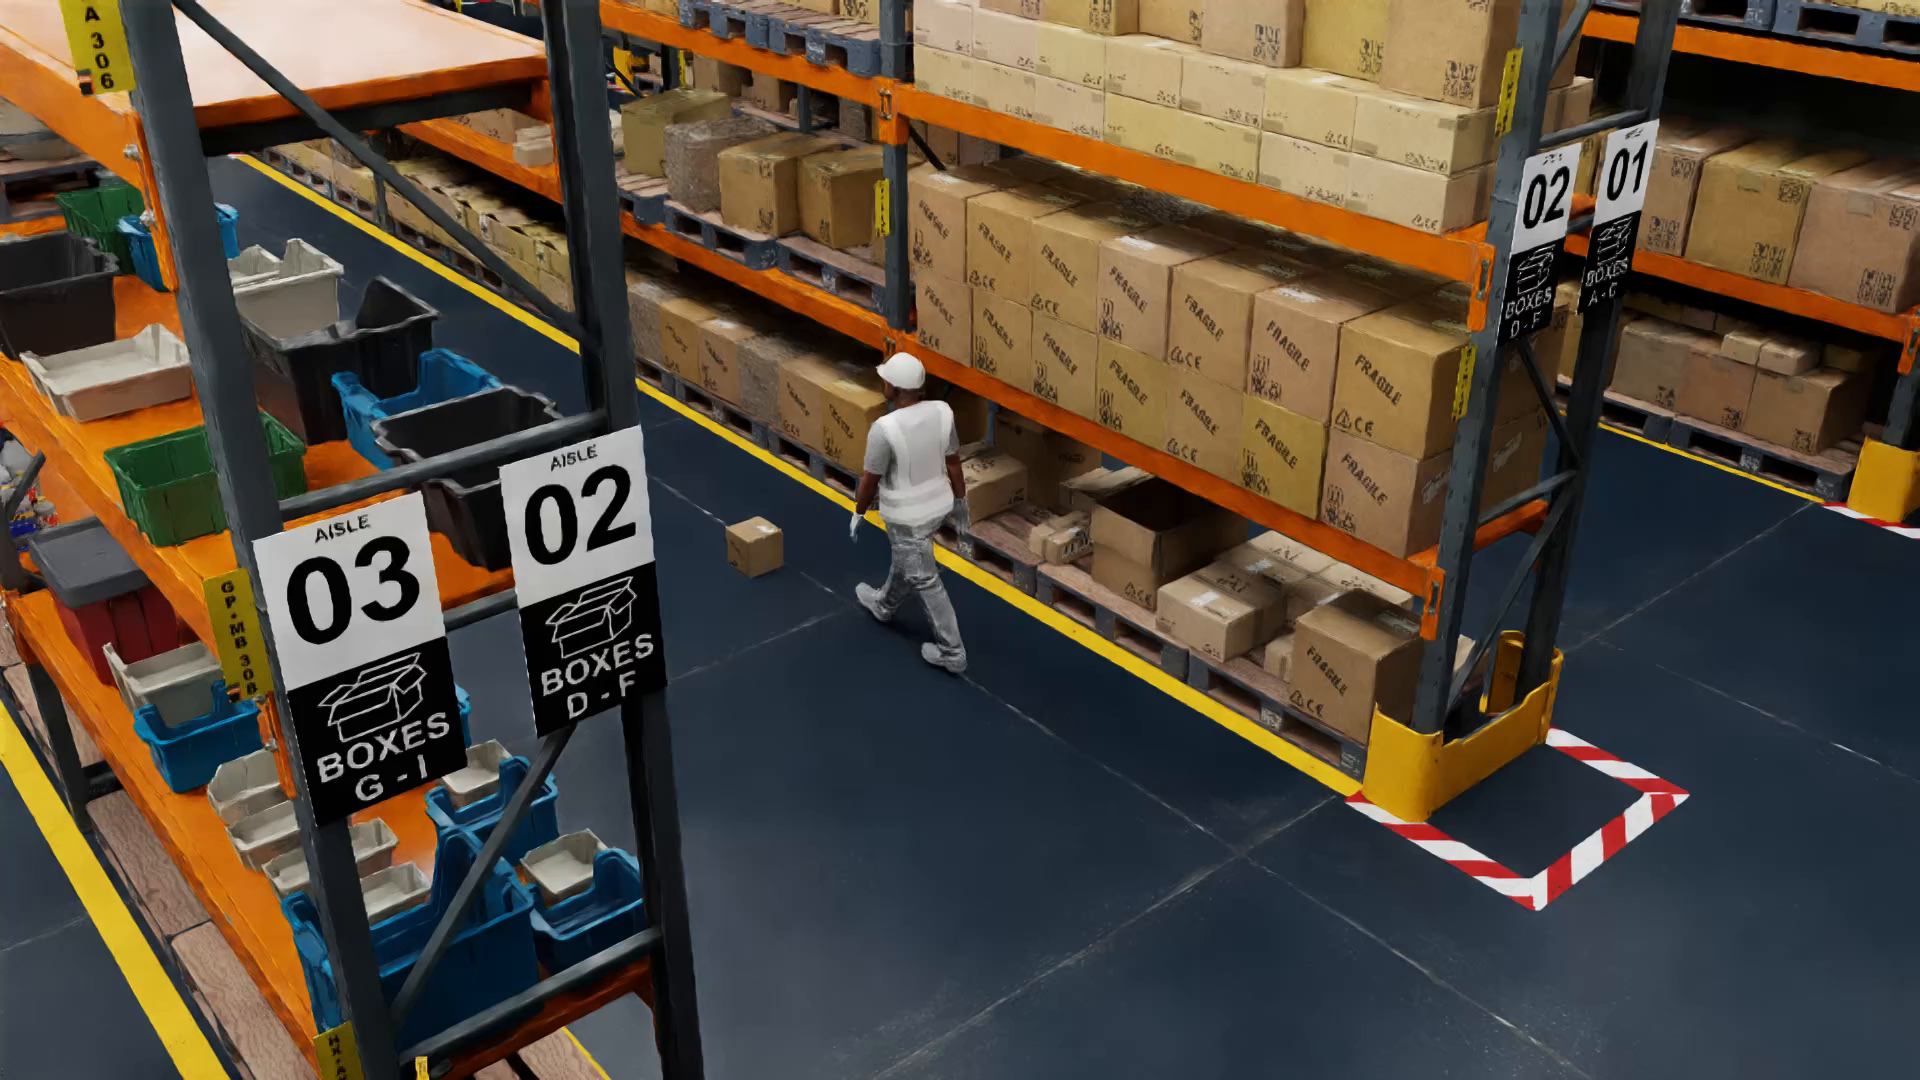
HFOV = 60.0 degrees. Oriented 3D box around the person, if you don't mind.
[{"bbox_3d":[-0.331,-0.195,8.976,0.978,1.730,0.582,23,36,36],"label":"person"}]
